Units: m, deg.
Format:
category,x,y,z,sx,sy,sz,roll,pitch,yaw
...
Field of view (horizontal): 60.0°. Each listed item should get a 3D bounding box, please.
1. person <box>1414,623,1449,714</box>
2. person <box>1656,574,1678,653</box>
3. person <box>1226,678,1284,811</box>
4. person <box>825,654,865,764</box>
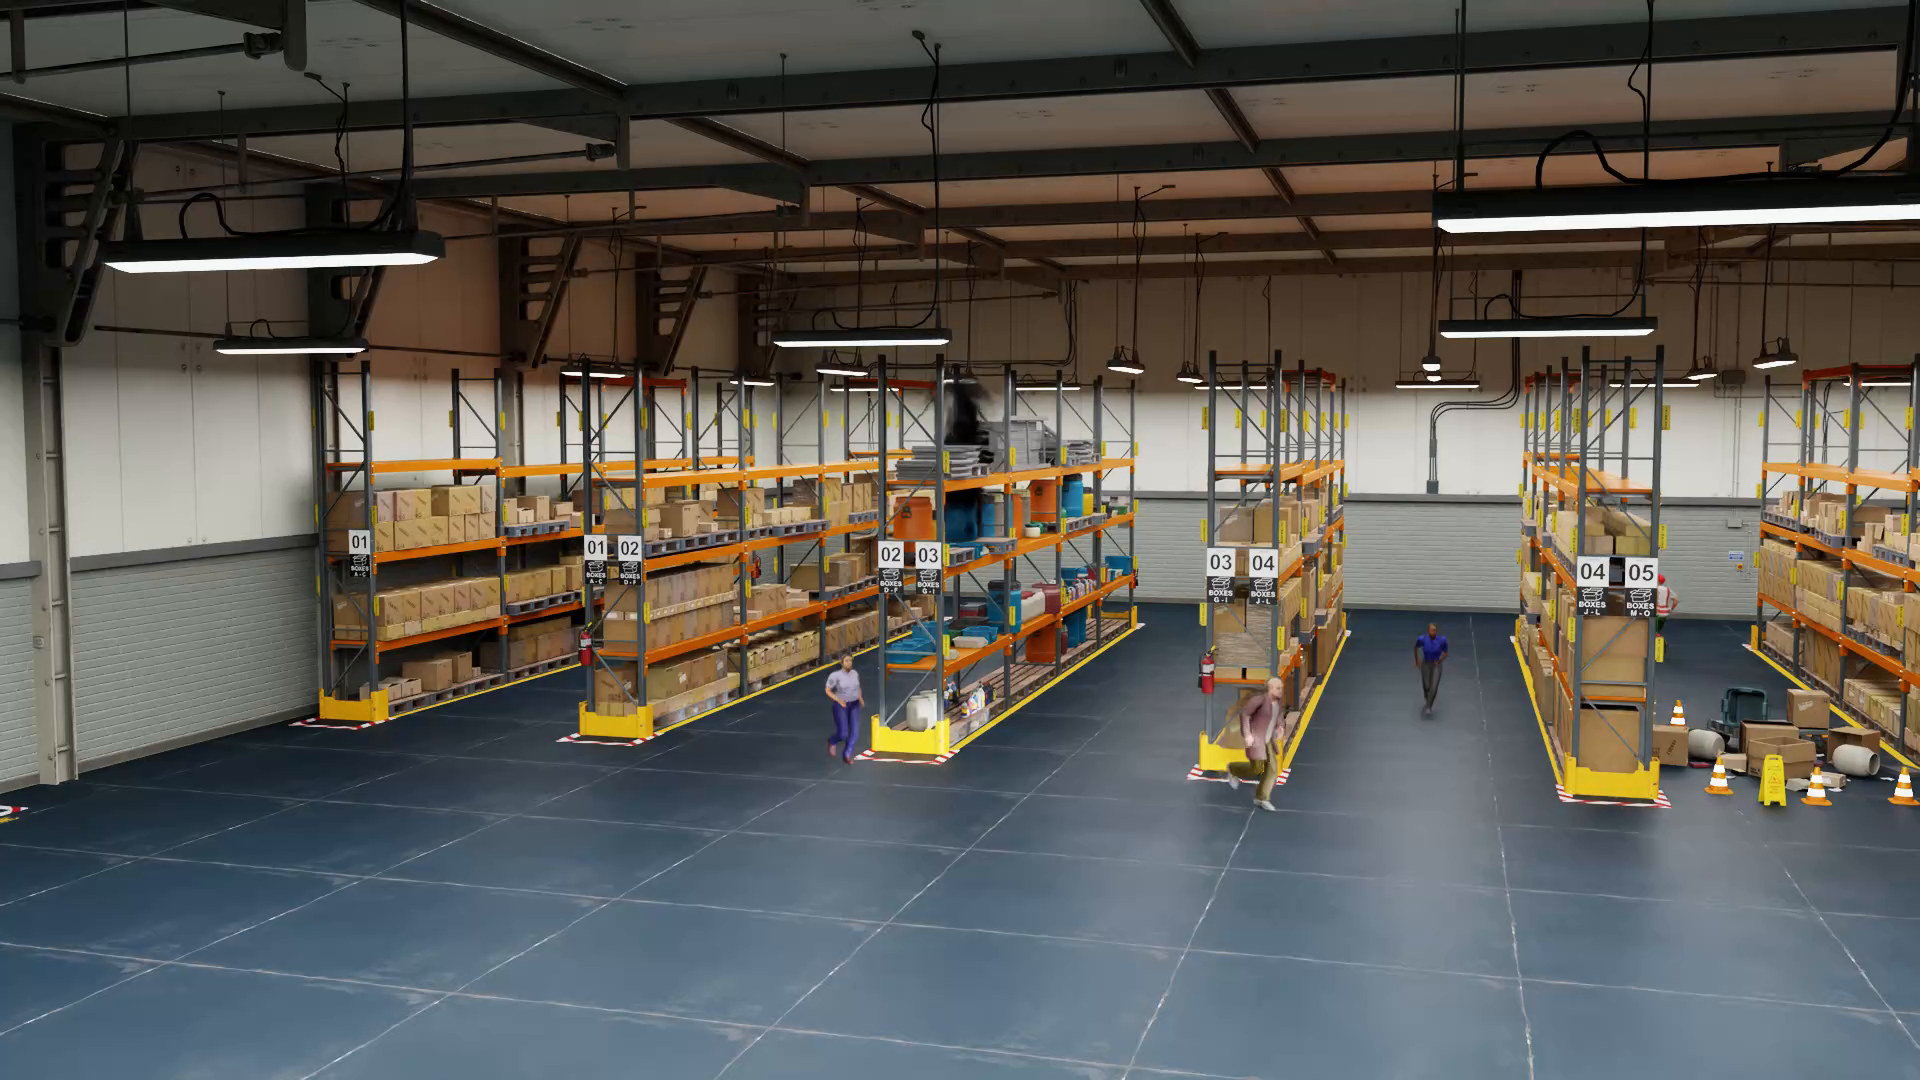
category,x,y,z,sx,sy,sz,roll,pitch,yaw
person,8.090,2.196,28.550,0.564,1.588,0.700,1,4,11
person,14.824,1.599,35.240,0.660,1.763,0.840,-1,4,-8
person,3.854,2.620,21.720,0.713,1.728,0.899,-4,5,-42
person,-1.686,2.463,24.374,0.595,1.601,0.561,-3,5,-34
